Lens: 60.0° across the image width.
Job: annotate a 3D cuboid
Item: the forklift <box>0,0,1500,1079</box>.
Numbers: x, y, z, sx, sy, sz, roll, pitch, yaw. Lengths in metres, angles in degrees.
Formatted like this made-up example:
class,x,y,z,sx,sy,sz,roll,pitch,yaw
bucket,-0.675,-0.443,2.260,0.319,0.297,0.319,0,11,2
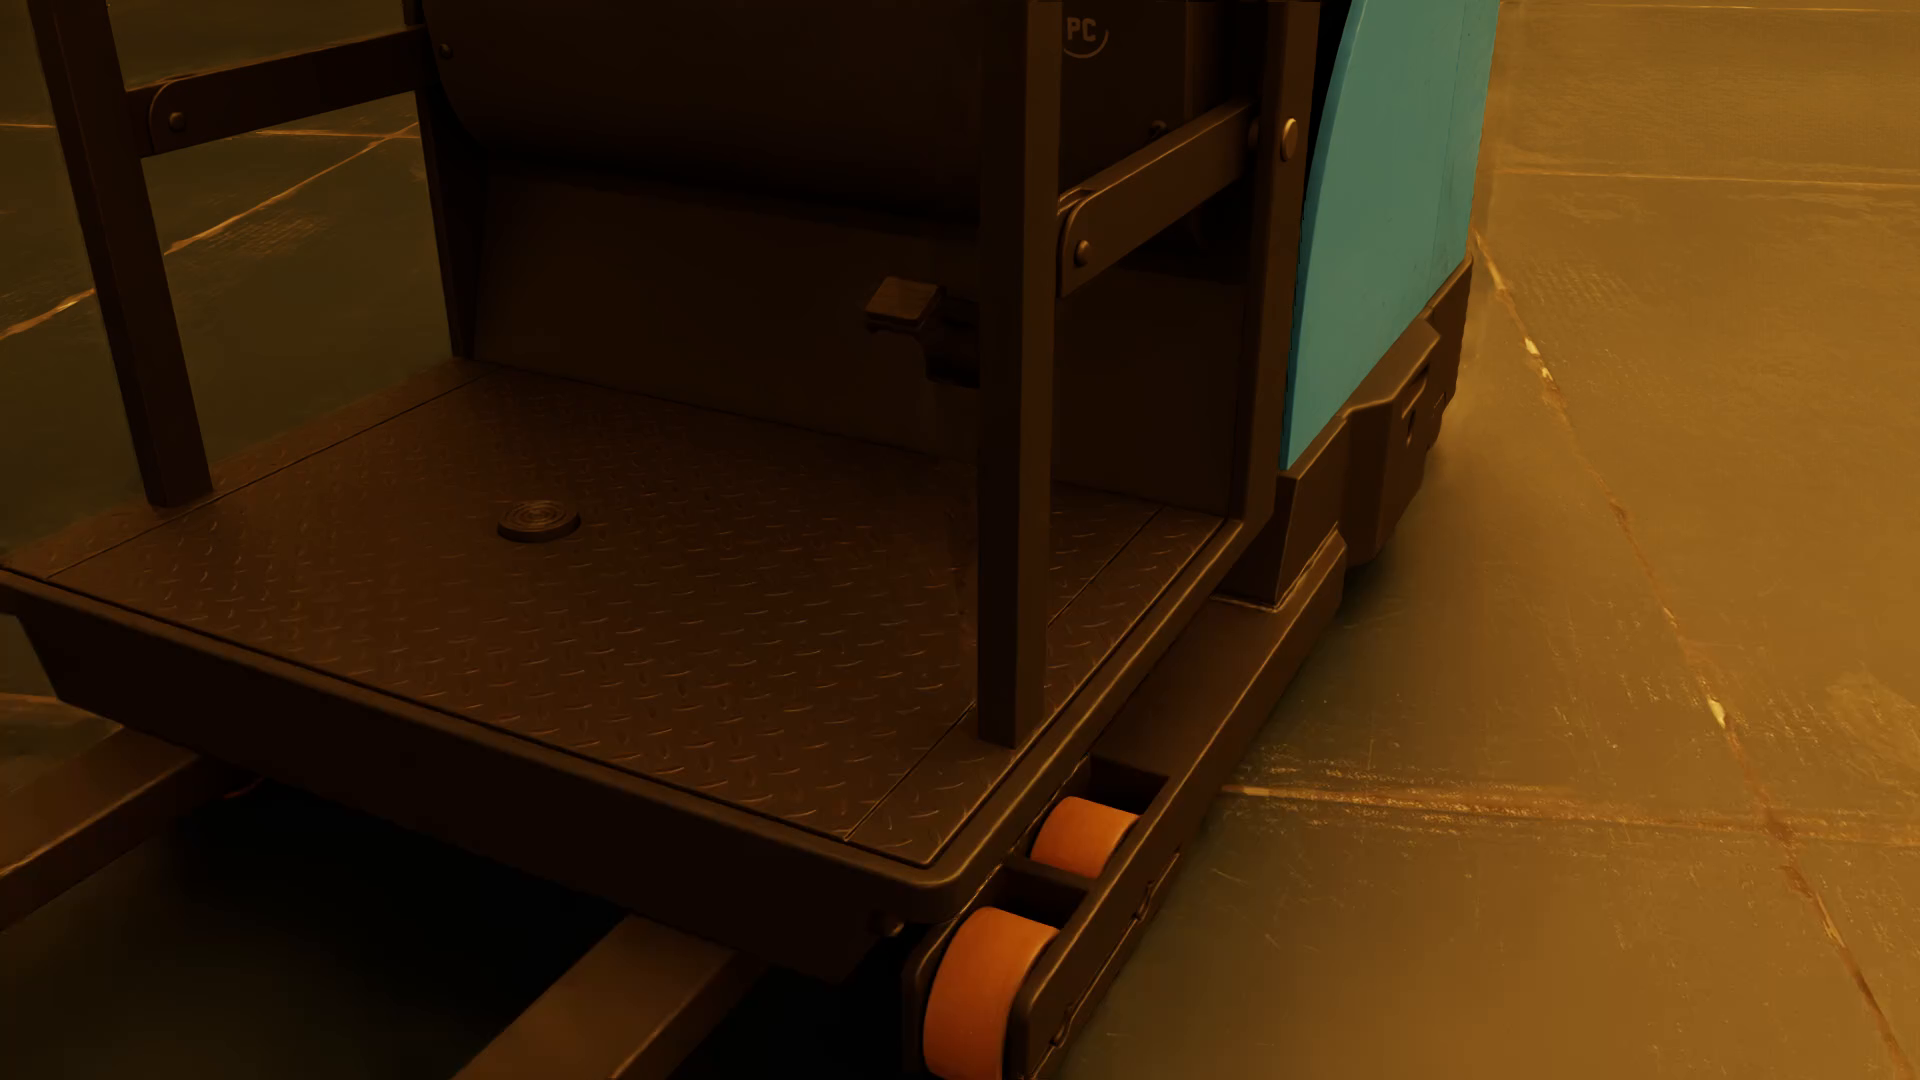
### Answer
class,x,y,z,sx,sy,sz,roll,pitch,yaw
forklift,-0.276,-1.039,1.299,1.130,2.935,3.031,13,29,24
